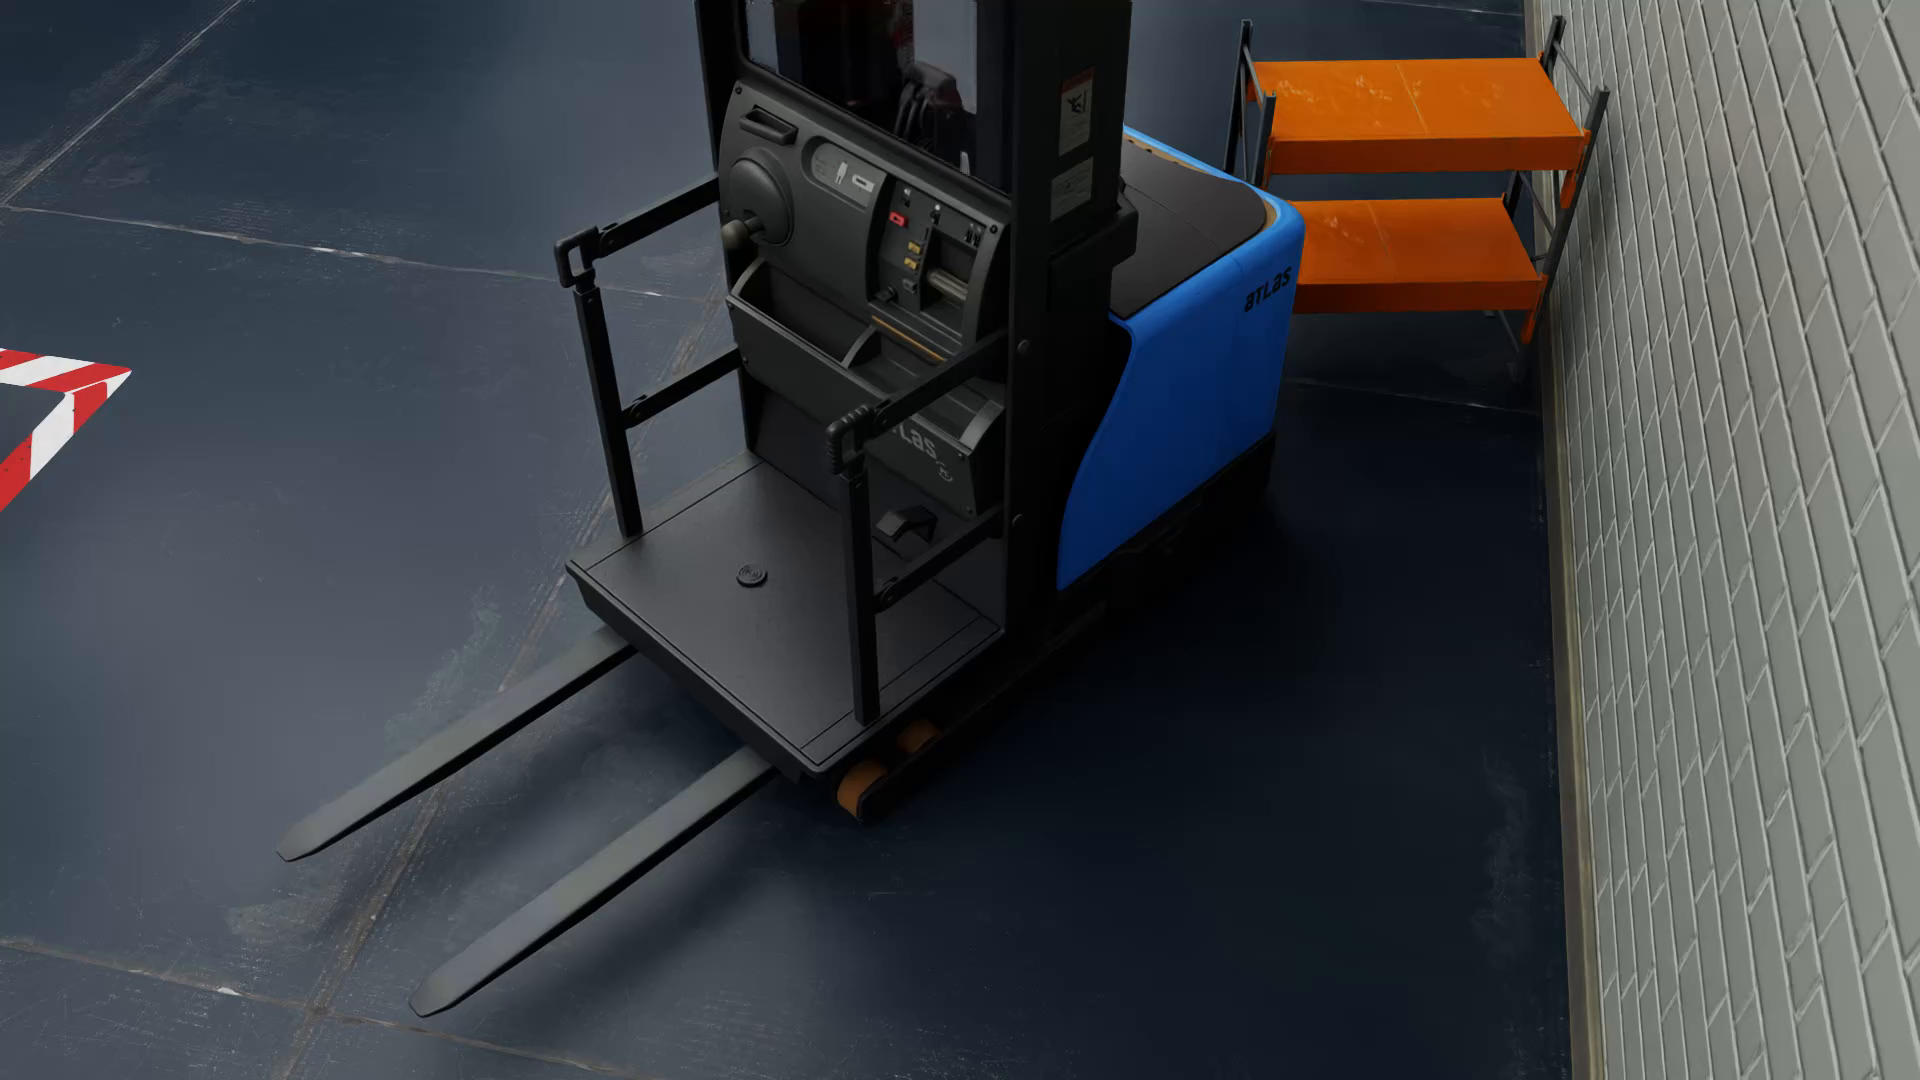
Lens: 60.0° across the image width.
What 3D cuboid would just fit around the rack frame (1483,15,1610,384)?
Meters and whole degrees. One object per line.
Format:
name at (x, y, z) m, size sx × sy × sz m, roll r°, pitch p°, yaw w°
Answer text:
rack frame at (1.949, -1.126, 5.609) m, size 0.032 × 1.125 × 0.500 m, roll -1°, pitch 44°, yaw -1°

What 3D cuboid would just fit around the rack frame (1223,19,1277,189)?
rack frame at (0.933, -1.105, 5.586) m, size 0.032 × 1.125 × 0.500 m, roll -1°, pitch 44°, yaw -1°

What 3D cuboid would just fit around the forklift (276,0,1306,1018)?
forklift at (-0.403, -0.713, 3.877) m, size 1.130 × 2.935 × 3.031 m, roll 34°, pitch 54°, yaw 30°

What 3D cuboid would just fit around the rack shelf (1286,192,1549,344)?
rack shelf at (1.441, -0.939, 5.767) m, size 1.000 × 0.278 × 0.538 m, roll -1°, pitch 44°, yaw -1°

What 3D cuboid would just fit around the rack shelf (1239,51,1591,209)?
rack shelf at (1.441, -1.326, 5.395) m, size 1.000 × 0.278 × 0.538 m, roll -1°, pitch 44°, yaw -1°

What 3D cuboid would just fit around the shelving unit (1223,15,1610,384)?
shelving unit at (1.441, -1.115, 5.598) m, size 1.048 × 1.125 × 0.538 m, roll -1°, pitch 44°, yaw -1°
